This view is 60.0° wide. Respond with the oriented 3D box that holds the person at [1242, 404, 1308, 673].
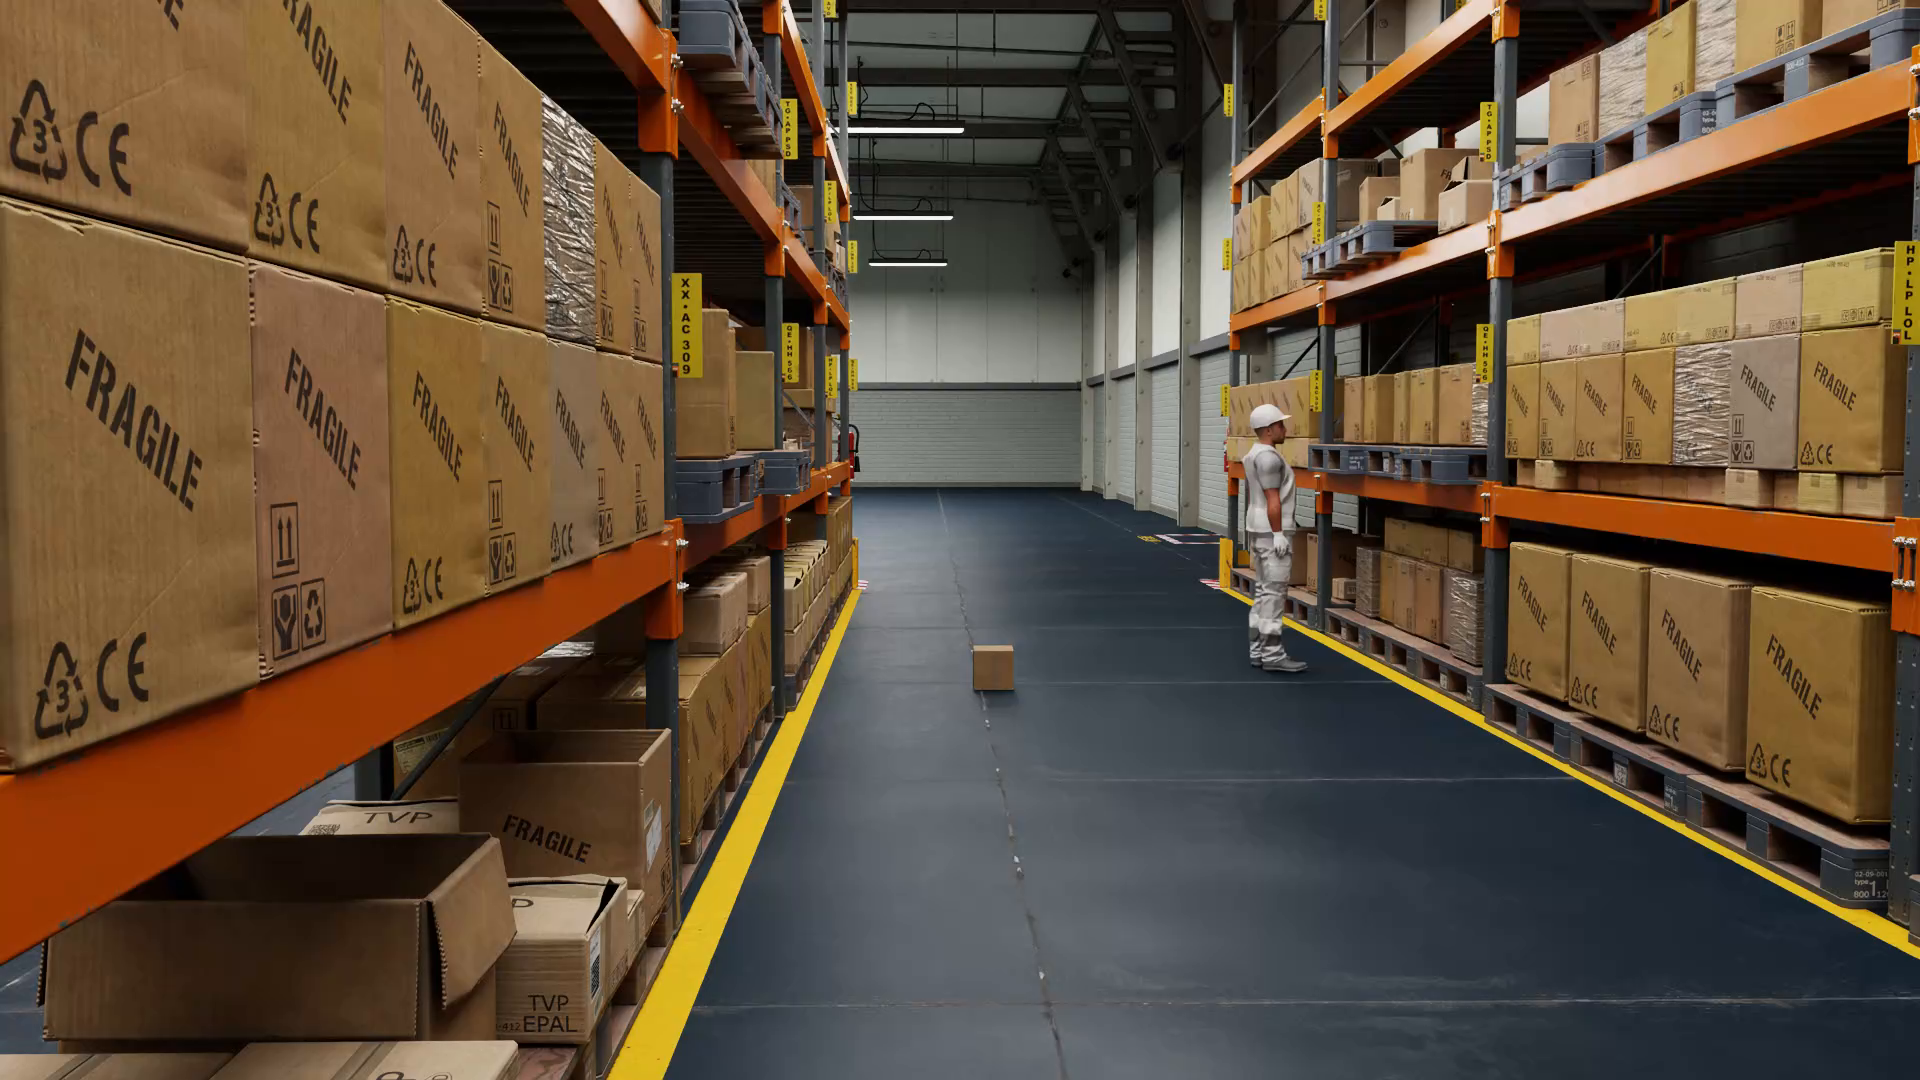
[{"bbox_3d":[2.127,-0.019,11.258,0.386,1.794,0.526,0,4,-4],"label":"person"}]
